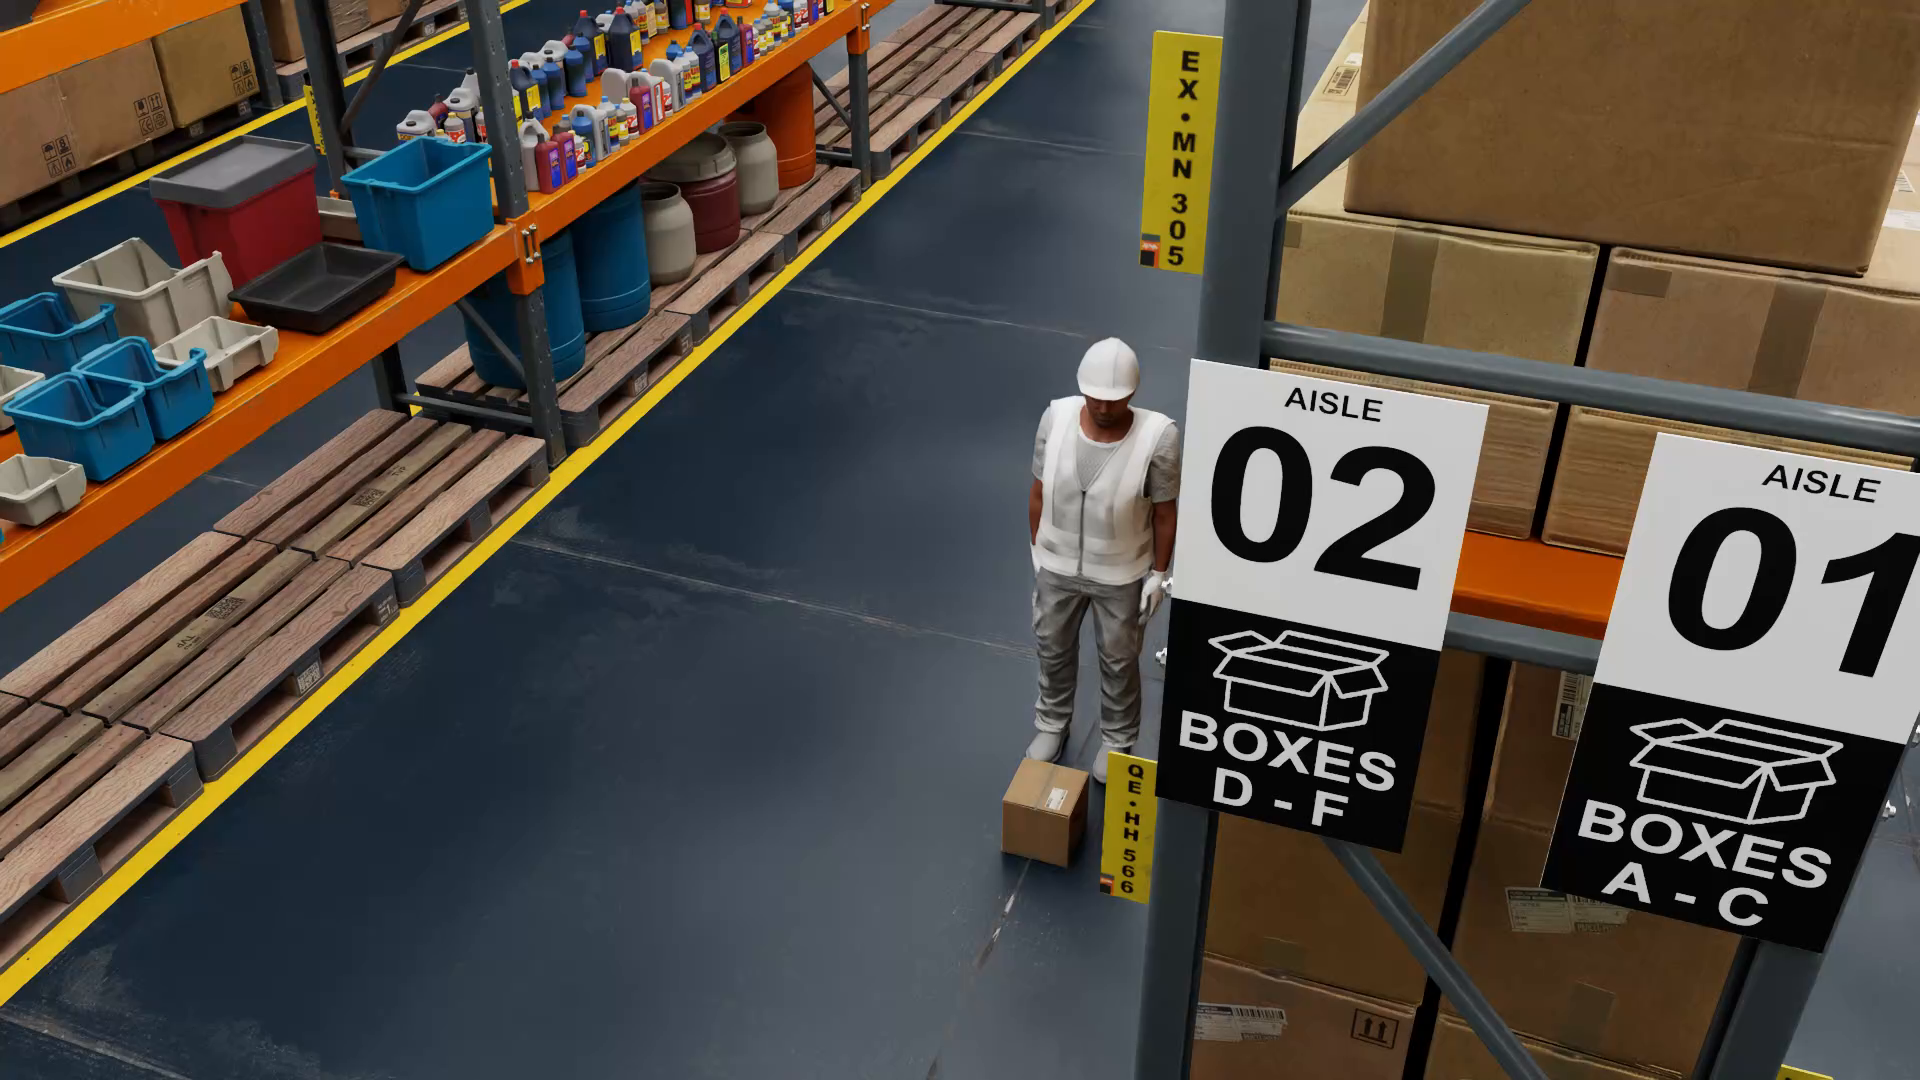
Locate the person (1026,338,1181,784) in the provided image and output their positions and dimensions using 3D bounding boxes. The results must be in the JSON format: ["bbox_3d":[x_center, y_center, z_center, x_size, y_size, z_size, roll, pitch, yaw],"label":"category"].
[{"bbox_3d":[0.498,0.087,5.990,0.547,1.777,0.354,12,35,18],"label":"person"}]
